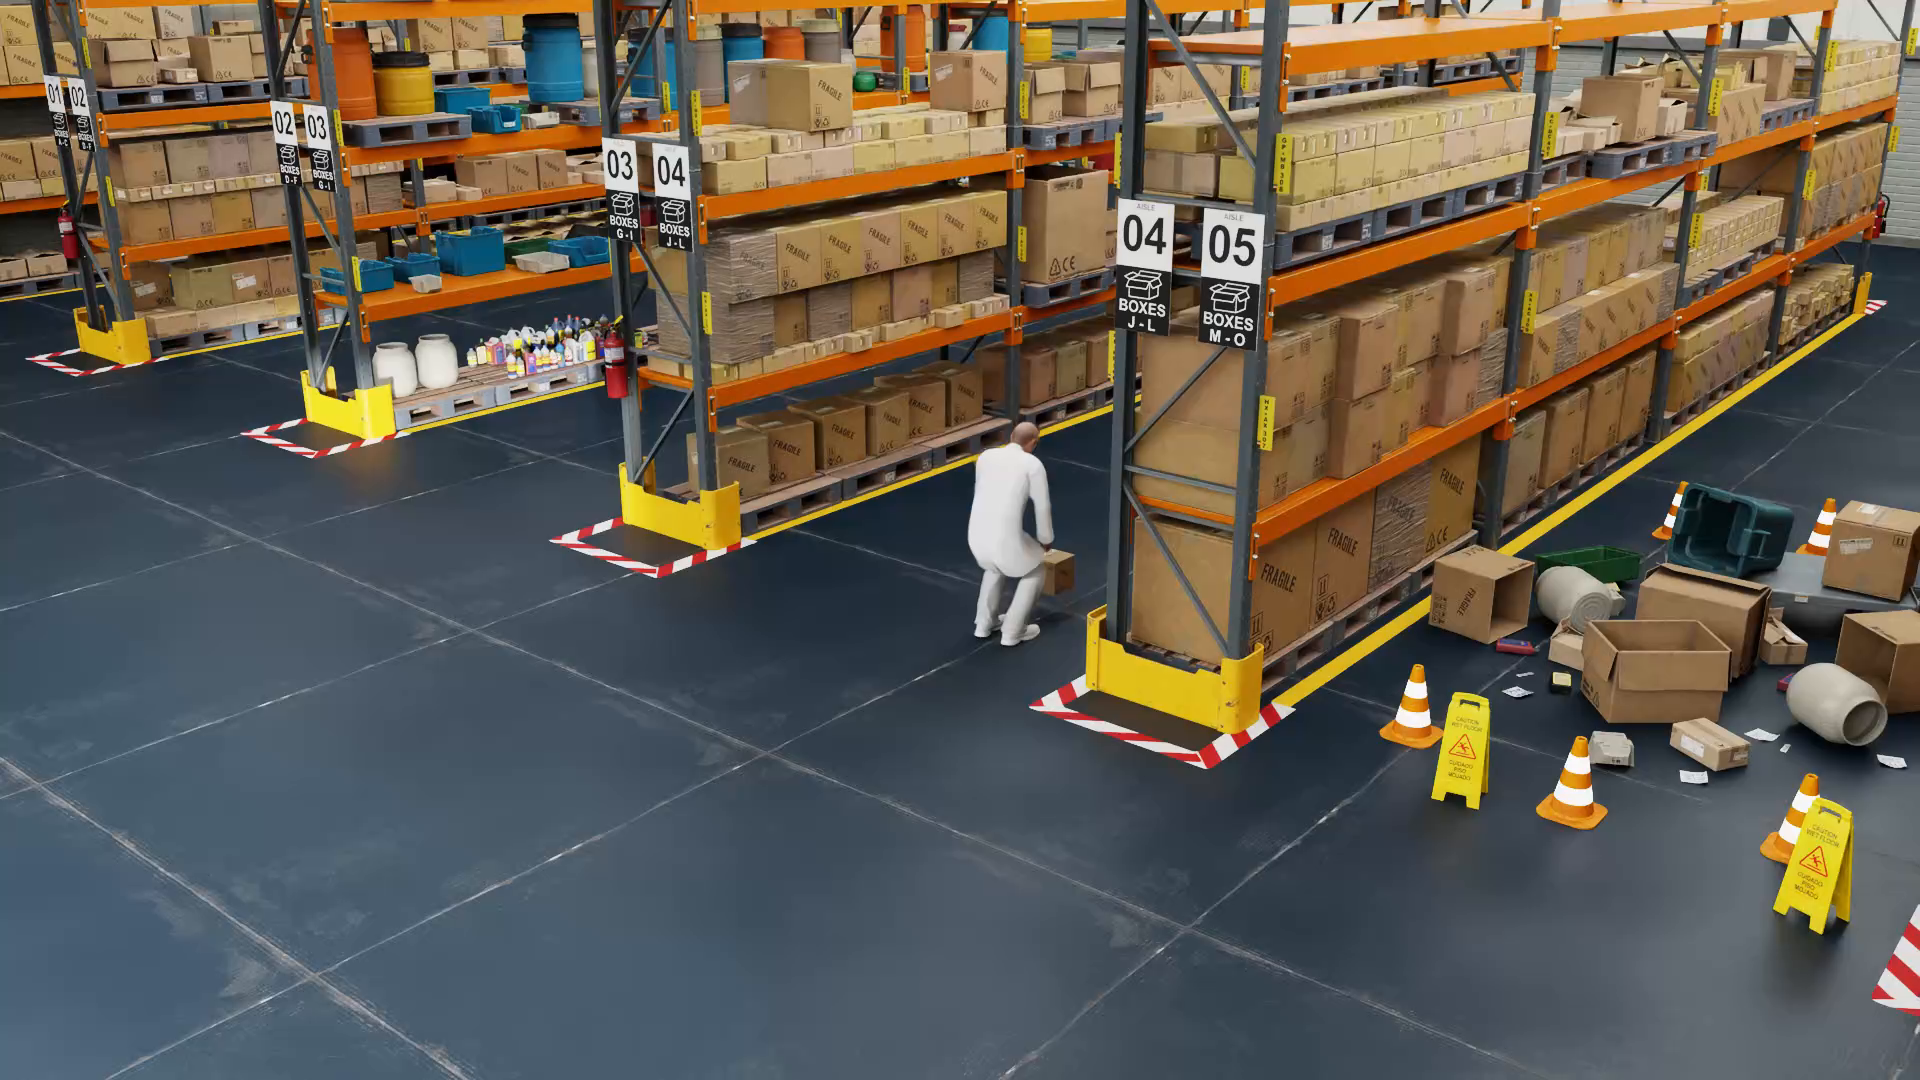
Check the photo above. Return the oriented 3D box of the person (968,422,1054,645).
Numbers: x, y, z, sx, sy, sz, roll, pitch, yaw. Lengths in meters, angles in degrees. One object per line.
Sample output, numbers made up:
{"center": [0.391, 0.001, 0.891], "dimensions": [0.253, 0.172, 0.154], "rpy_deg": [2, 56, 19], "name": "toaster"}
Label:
{"center": [0.322, -0.050, 11.634], "dimensions": [0.628, 1.511, 0.658], "rpy_deg": [16, 25, 37], "name": "person"}
